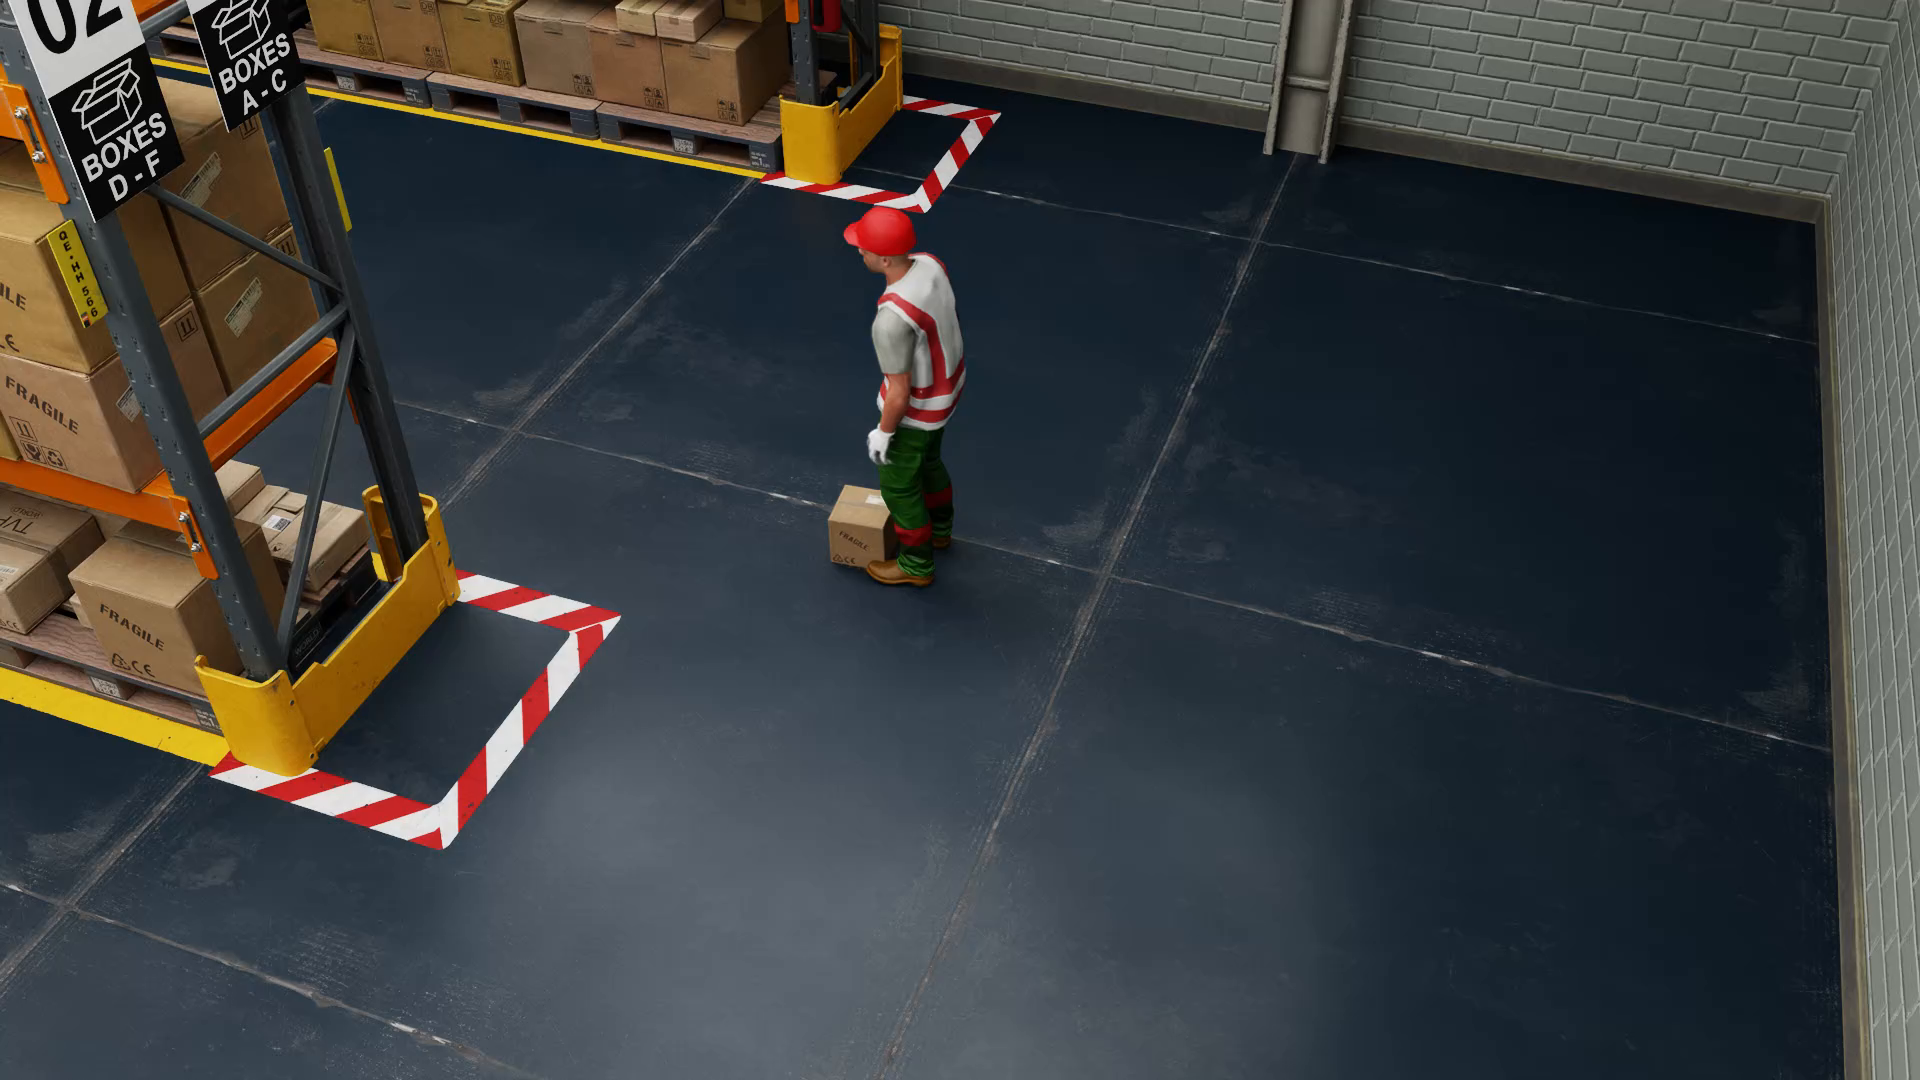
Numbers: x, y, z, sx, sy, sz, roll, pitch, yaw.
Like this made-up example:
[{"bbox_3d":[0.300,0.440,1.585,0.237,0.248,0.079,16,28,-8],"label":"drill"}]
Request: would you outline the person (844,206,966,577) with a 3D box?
[{"bbox_3d":[-0.216,-0.590,6.779,0.453,1.721,0.590,12,43,14],"label":"person"}]
